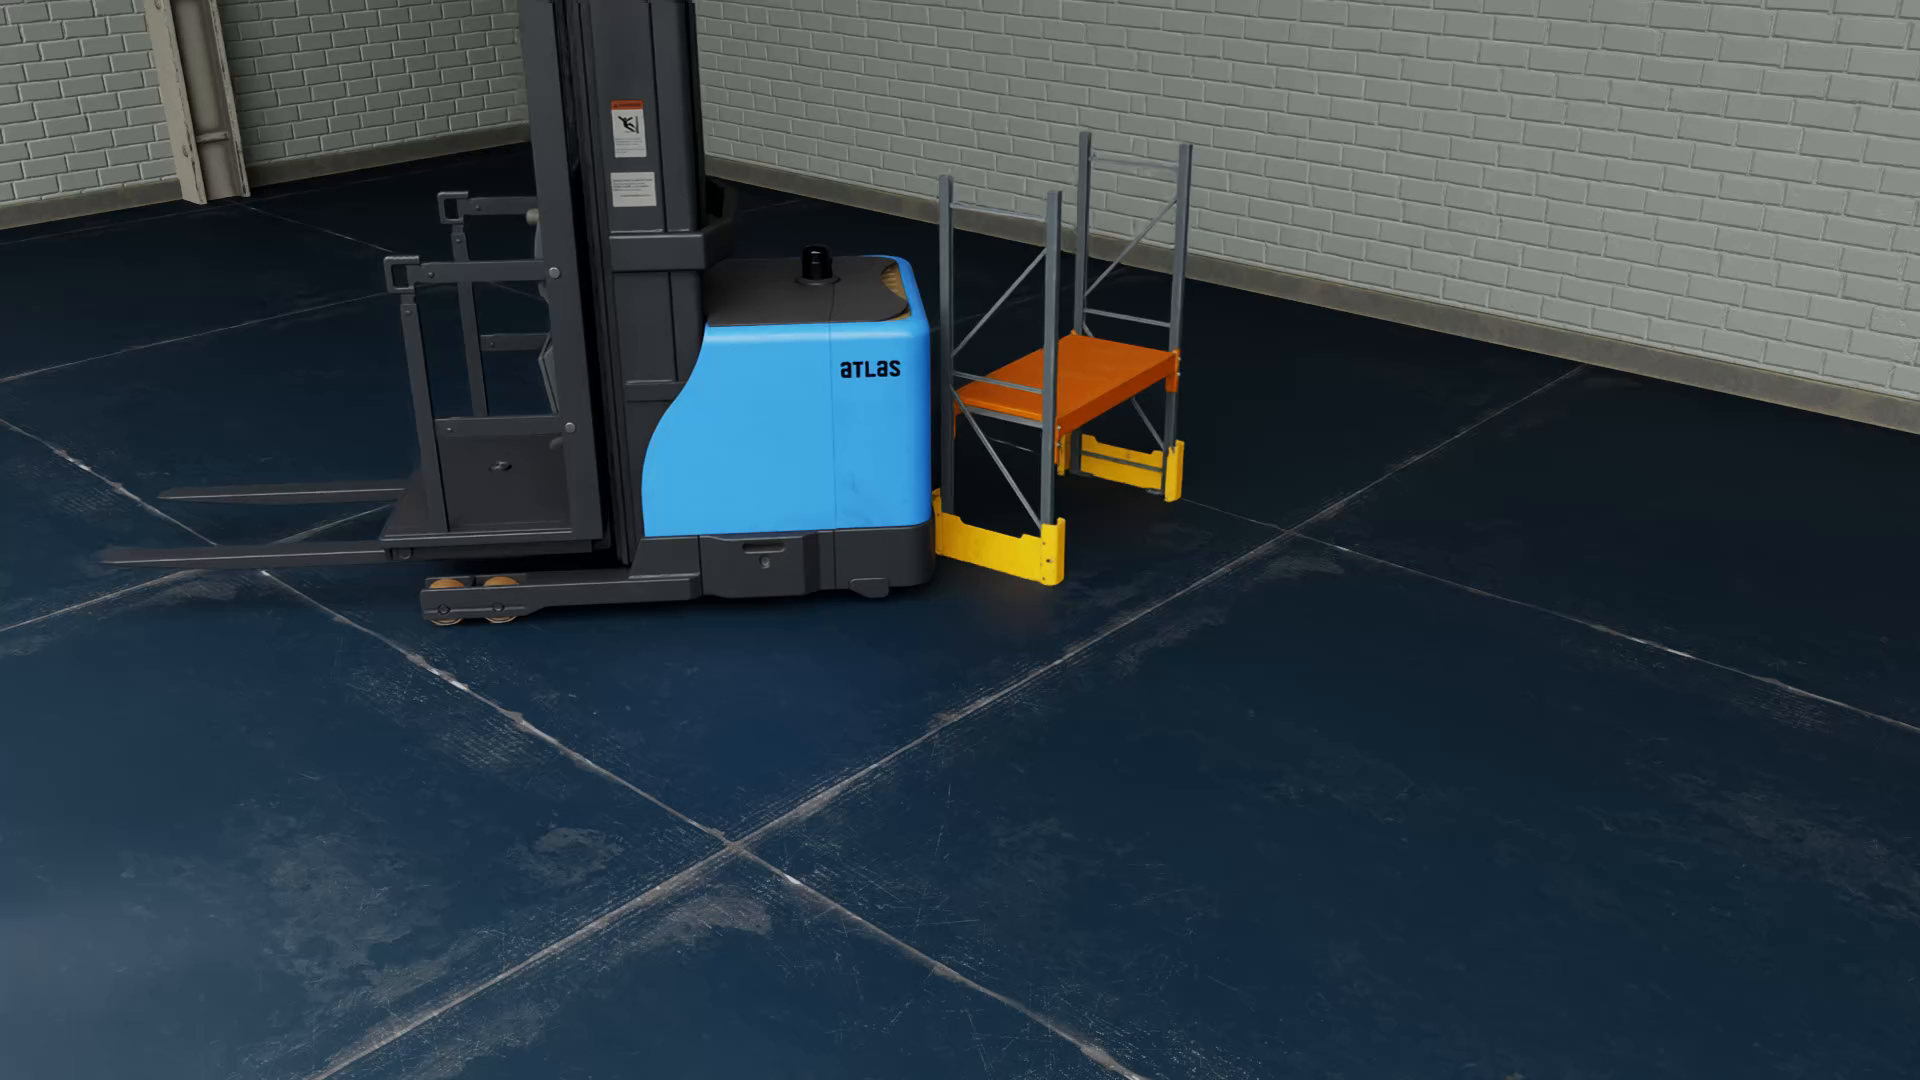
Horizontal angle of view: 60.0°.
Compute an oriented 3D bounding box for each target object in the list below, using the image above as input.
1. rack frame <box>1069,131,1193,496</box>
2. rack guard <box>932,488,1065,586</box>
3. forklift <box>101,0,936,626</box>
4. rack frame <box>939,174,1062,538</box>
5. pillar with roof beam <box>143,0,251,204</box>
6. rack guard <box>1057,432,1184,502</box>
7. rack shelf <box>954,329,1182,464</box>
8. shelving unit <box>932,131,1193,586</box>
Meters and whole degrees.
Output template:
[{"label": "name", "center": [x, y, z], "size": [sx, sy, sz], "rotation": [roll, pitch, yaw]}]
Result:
[{"label": "rack frame", "center": [0.704, -0.933, 6.997], "size": [0.500, 1.500, 0.032], "rotation": [15, 28, 30]}, {"label": "rack guard", "center": [0.141, -0.017, 6.482], "size": [0.587, 0.250, 0.087], "rotation": [15, 28, 30]}, {"label": "forklift", "center": [-1.643, -1.253, 5.963], "size": [3.031, 2.935, 1.130], "rotation": [-2, 24, -5]}, {"label": "rack frame", "center": [0.140, -0.587, 6.225], "size": [0.500, 1.500, 0.032], "rotation": [15, 28, 30]}, {"label": "pillar with roof beam", "center": [-2.383, -5.508, 8.037], "size": [9.100, 9.000, 0.400], "rotation": [20, 31, 38]}, {"label": "rack guard", "center": [0.693, -0.356, 7.238], "size": [0.587, 0.250, 0.087], "rotation": [15, 28, 30]}, {"label": "rack shelf", "center": [0.422, -0.596, 6.685], "size": [0.538, 0.185, 1.000], "rotation": [15, 28, 30]}, {"label": "shelving unit", "center": [0.417, -0.757, 6.604], "size": [0.587, 1.500, 1.083], "rotation": [15, 28, 30]}]
